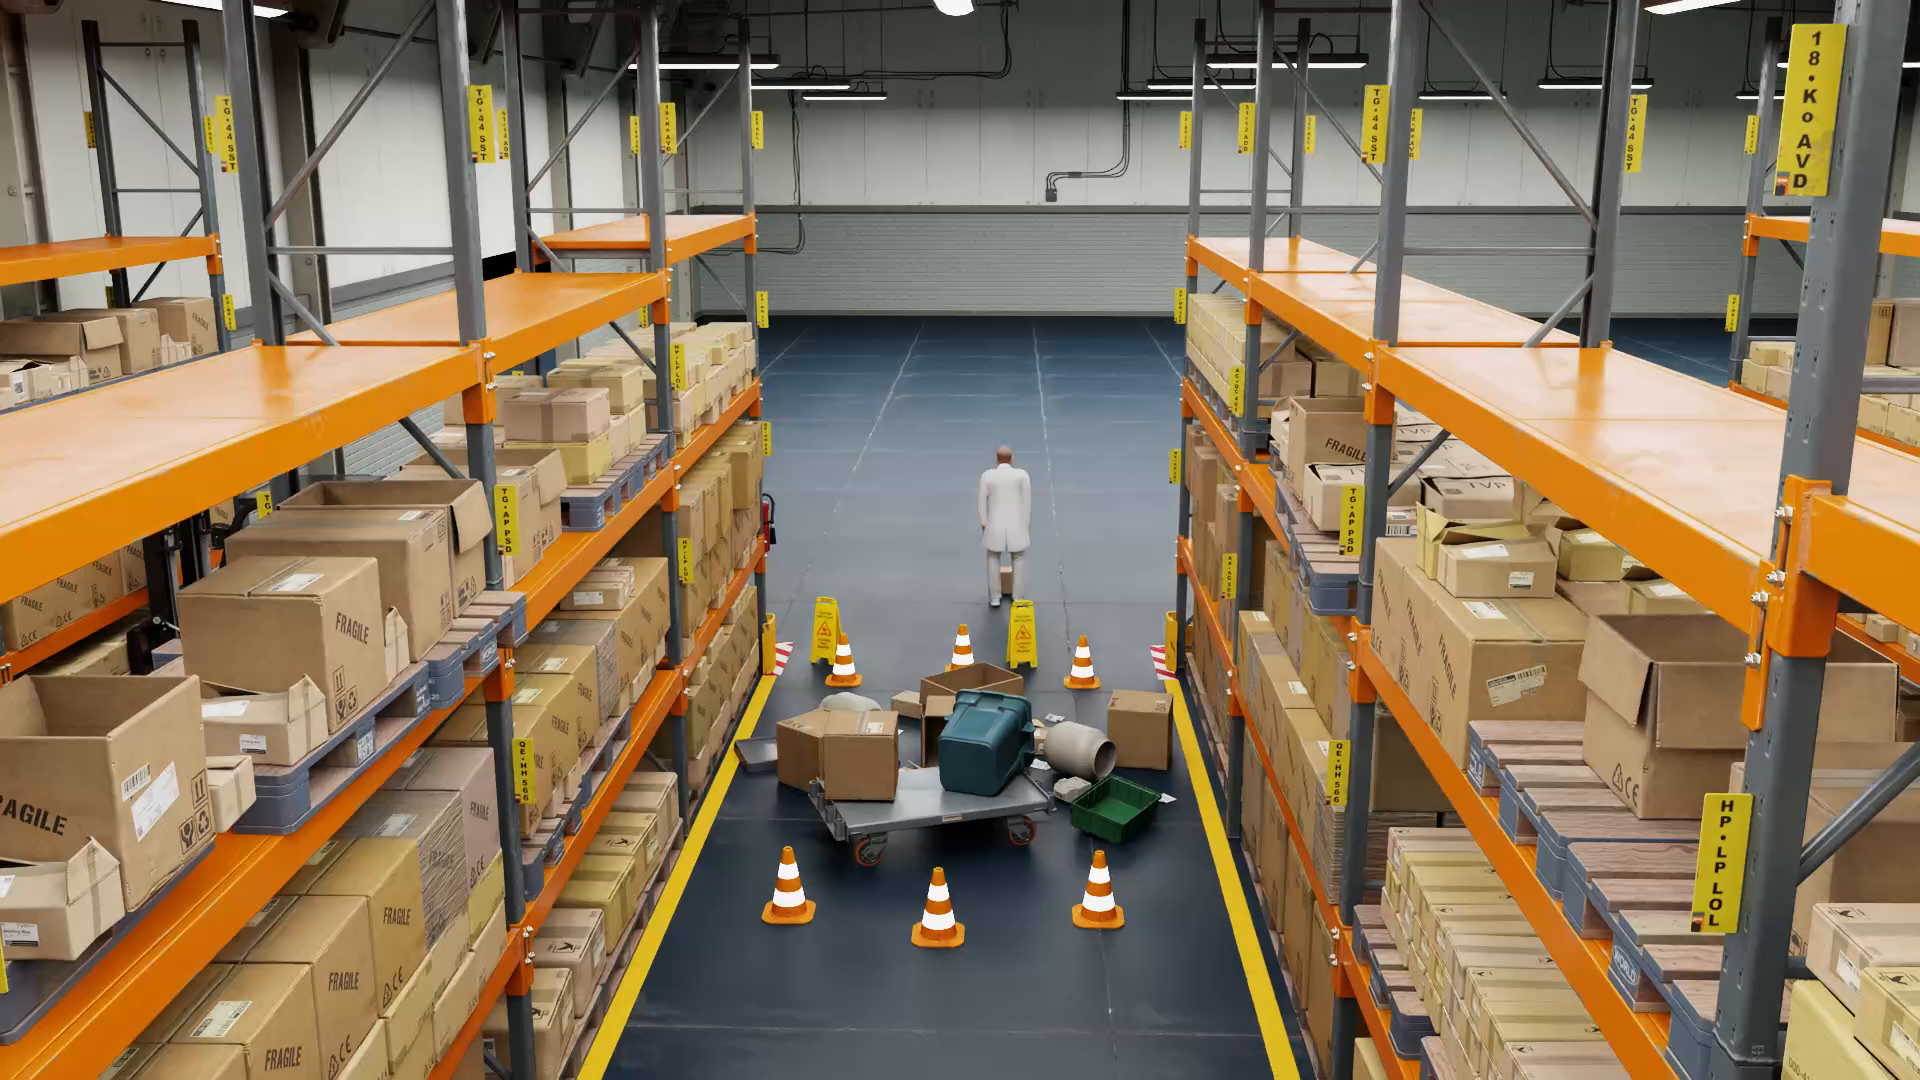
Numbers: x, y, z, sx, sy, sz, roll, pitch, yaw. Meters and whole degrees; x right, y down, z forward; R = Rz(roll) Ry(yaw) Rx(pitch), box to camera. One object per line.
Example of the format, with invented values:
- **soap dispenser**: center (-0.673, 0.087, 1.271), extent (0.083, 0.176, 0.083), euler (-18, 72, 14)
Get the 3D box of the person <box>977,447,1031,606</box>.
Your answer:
- **person**: center (0.481, -0.146, 18.106), extent (0.587, 1.738, 0.409), euler (1, 14, 3)
